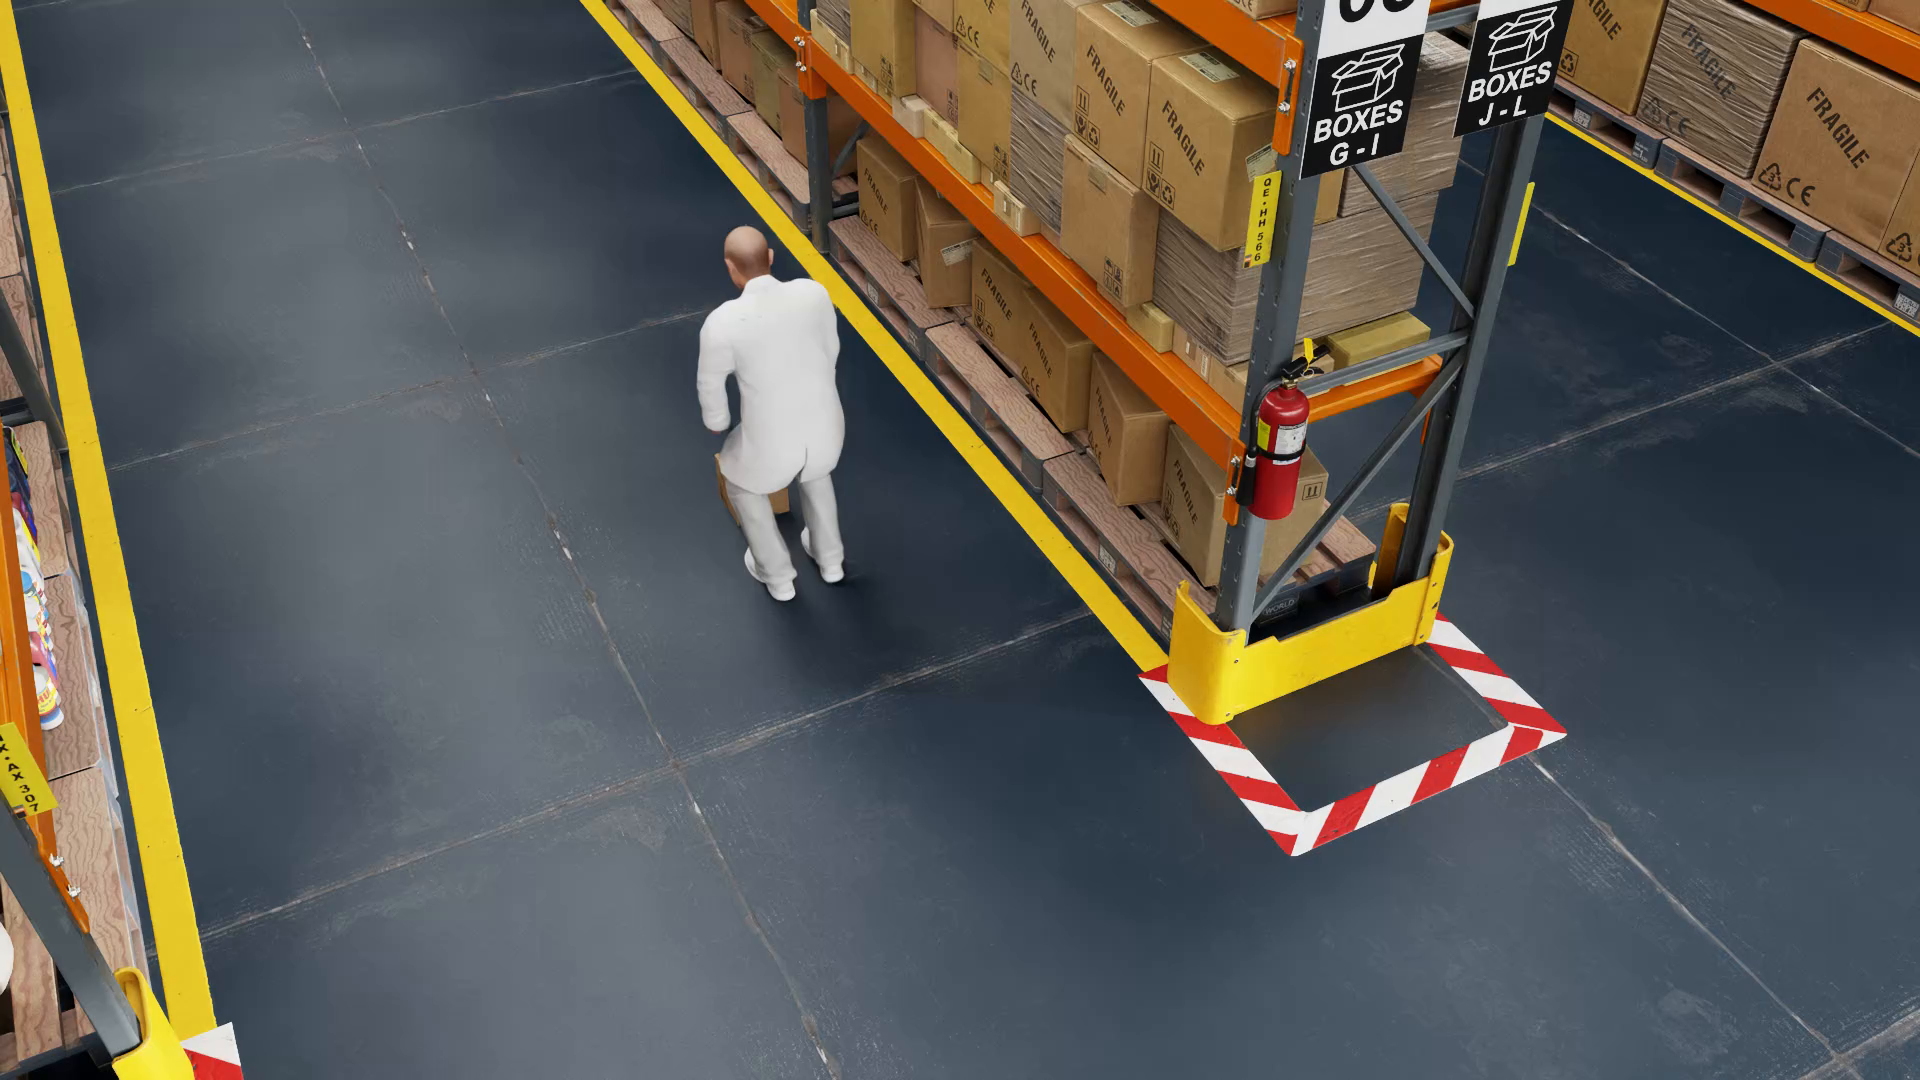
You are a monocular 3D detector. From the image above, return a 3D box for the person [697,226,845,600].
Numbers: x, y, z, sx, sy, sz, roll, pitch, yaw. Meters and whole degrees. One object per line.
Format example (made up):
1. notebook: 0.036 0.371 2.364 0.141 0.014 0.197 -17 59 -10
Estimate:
1. person: -0.757 -0.486 6.838 0.611 1.654 0.523 -18 44 -20
